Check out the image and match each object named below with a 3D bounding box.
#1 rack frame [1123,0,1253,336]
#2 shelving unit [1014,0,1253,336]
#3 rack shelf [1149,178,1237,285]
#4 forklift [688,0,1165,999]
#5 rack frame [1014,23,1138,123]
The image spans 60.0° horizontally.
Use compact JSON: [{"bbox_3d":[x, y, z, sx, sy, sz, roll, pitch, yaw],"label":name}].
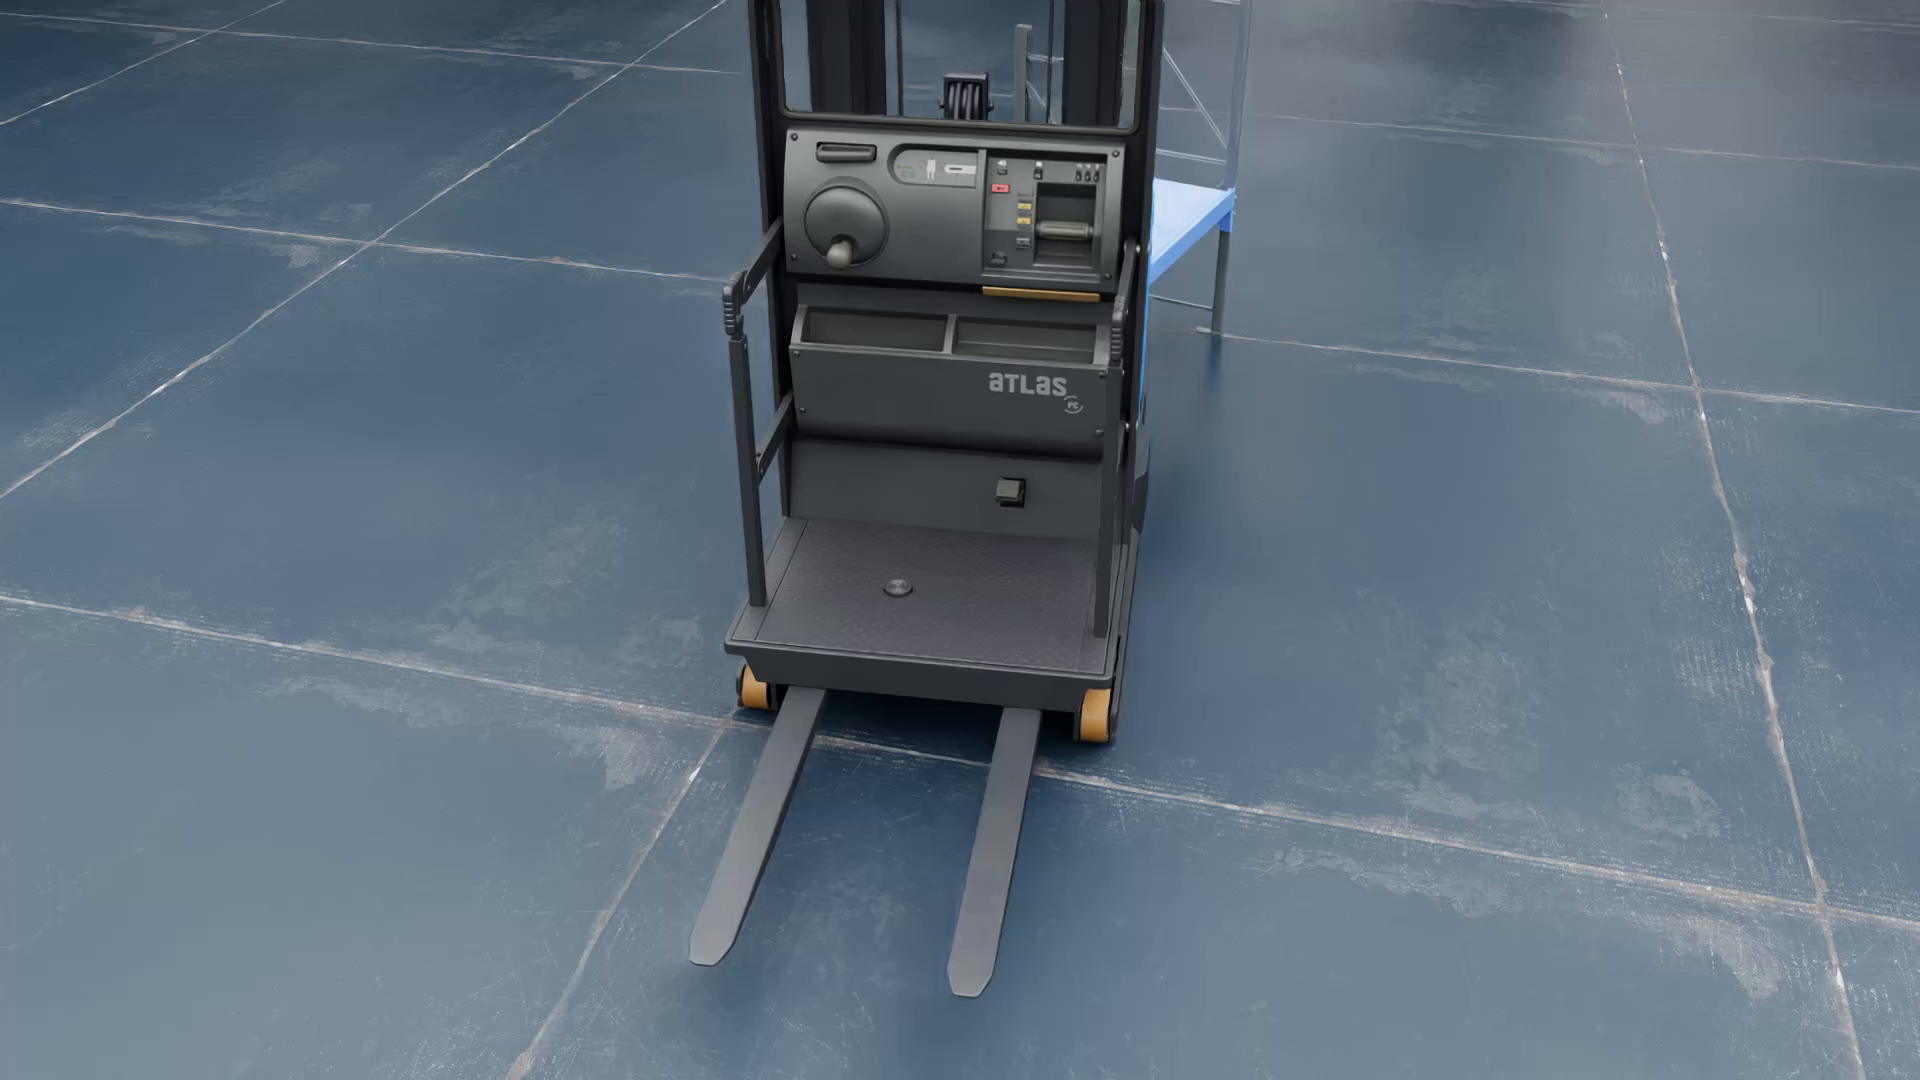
[{"bbox_3d":[0.901,-1.578,6.834,0.500,1.500,0.032,16,36,24],"label":"rack frame"},{"bbox_3d":[0.660,-1.338,6.456,0.538,1.500,1.048,16,36,24],"label":"shelving unit"},{"bbox_3d":[0.660,-1.186,6.553,0.538,0.185,1.000,16,36,24],"label":"rack shelf"},{"bbox_3d":[-0.054,-0.854,4.362,1.130,2.935,3.031,5,33,8],"label":"forklift"},{"bbox_3d":[0.420,-1.098,6.078,0.500,1.500,0.032,16,36,24],"label":"rack frame"}]
